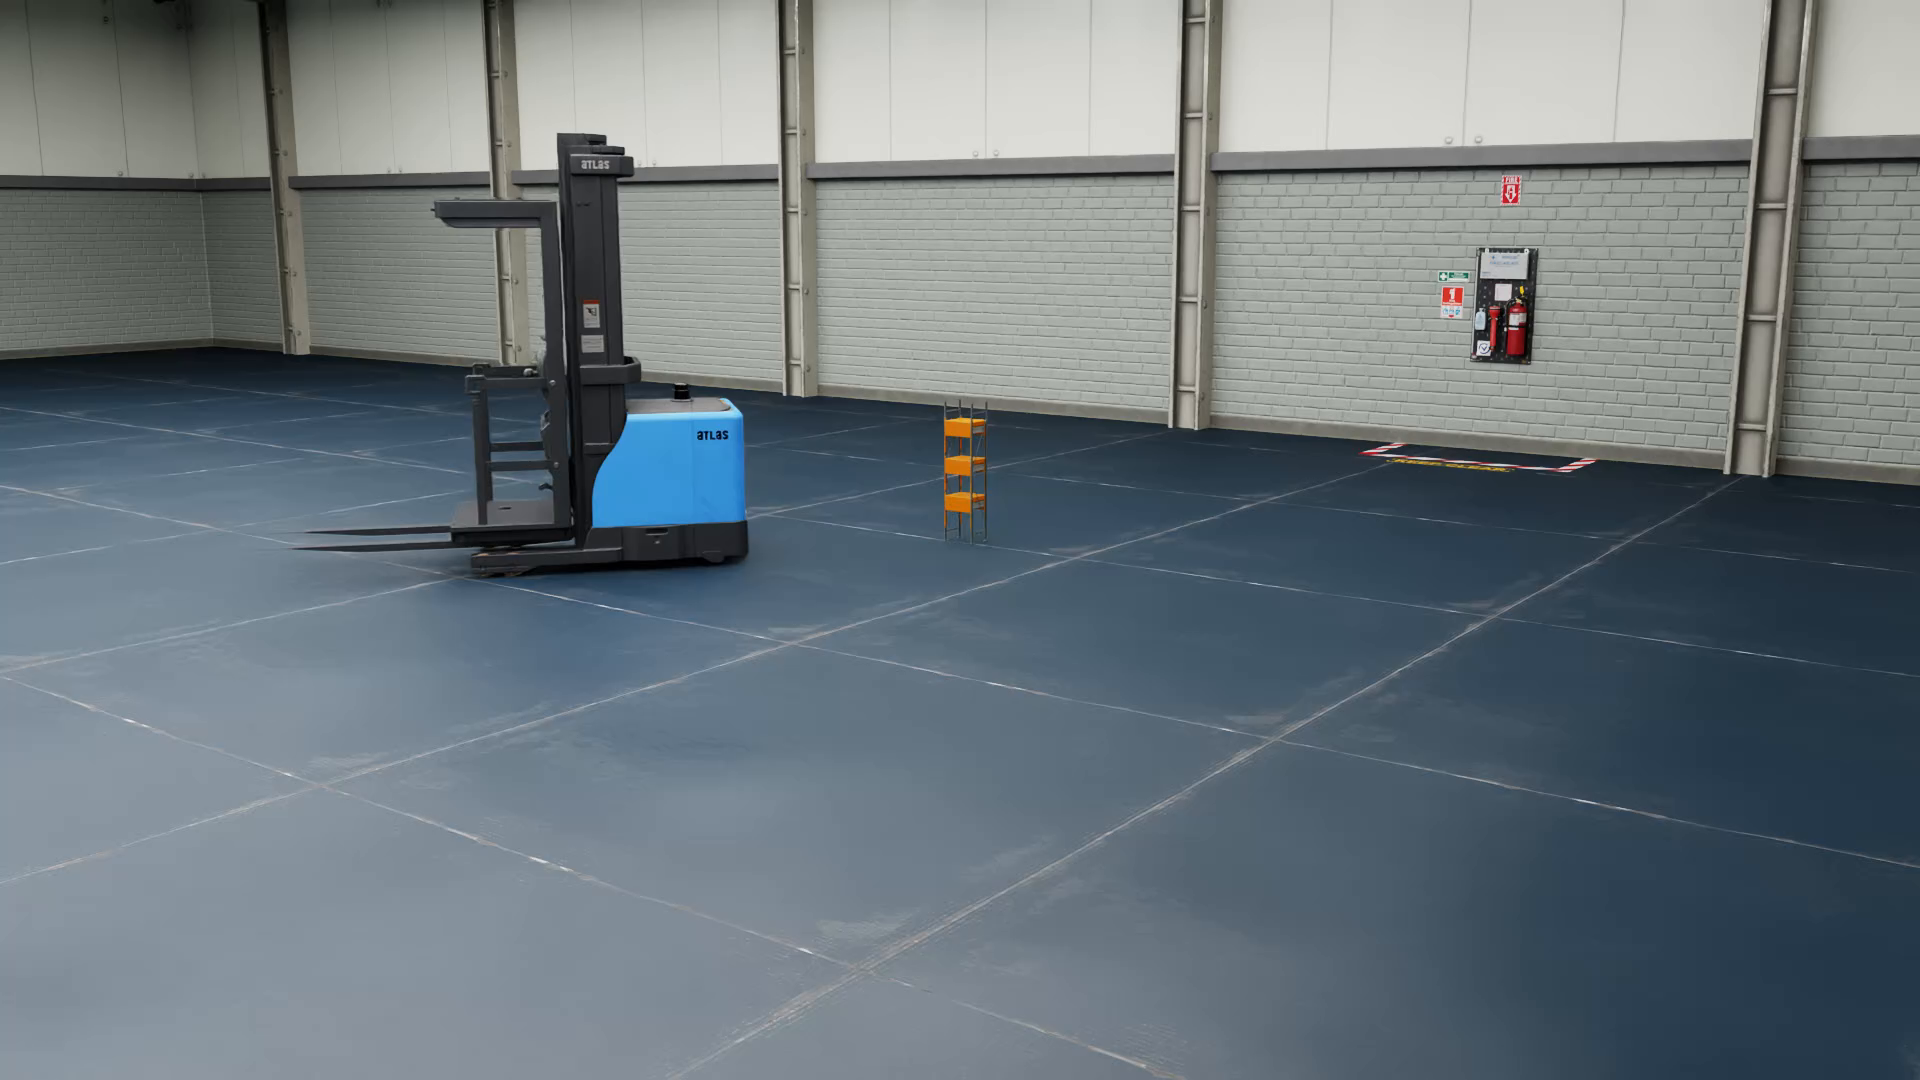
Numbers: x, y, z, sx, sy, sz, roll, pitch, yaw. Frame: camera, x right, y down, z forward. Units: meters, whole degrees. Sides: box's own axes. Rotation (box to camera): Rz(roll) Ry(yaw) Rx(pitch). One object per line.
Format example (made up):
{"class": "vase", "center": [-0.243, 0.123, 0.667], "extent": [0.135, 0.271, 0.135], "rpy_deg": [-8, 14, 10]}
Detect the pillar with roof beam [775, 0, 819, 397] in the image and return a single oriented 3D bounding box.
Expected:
{"class": "pillar with roof beam", "center": [-4.725, -5.739, 18.504], "extent": [0.400, 9.000, 9.100], "rpy_deg": [8, 13, 36]}

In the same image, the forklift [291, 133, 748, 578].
{"class": "forklift", "center": [-3.061, -1.294, 11.499], "extent": [3.031, 2.935, 1.130], "rpy_deg": [-3, 11, -13]}

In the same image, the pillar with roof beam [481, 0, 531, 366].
{"class": "pillar with roof beam", "center": [-9.561, -6.414, 21.991], "extent": [0.400, 9.000, 9.100], "rpy_deg": [8, 13, 36]}

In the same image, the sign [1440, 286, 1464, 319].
{"class": "sign", "center": [5.142, -2.483, 17.373], "extent": [0.234, 0.329, 0.001], "rpy_deg": [8, 13, 36]}

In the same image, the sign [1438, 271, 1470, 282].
{"class": "sign", "center": [5.140, -2.741, 17.313], "extent": [0.331, 0.109, 0.001], "rpy_deg": [8, 13, 36]}

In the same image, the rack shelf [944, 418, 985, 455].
{"class": "rack shelf", "center": [0.043, -0.778, 12.347], "extent": [0.240, 0.259, 0.215], "rpy_deg": [8, 13, 36]}

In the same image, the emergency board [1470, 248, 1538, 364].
{"class": "emergency board", "center": [5.526, -2.387, 16.973], "extent": [0.643, 1.169, 0.194], "rpy_deg": [8, 13, 36]}

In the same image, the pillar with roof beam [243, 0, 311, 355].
{"class": "pillar with roof beam", "center": [-14.397, -7.088, 25.478], "extent": [0.548, 9.000, 9.100], "rpy_deg": [8, 13, 36]}

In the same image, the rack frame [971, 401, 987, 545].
{"class": "rack frame", "center": [0.141, -0.496, 12.328], "extent": [0.008, 1.050, 0.200], "rpy_deg": [8, 13, 36]}

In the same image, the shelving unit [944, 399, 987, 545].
{"class": "shelving unit", "center": [0.043, -0.509, 12.399], "extent": [0.252, 1.050, 0.215], "rpy_deg": [8, 13, 36]}

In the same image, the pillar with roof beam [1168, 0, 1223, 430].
{"class": "pillar with roof beam", "center": [0.111, -5.065, 15.017], "extent": [0.400, 9.000, 9.100], "rpy_deg": [8, 13, 36]}

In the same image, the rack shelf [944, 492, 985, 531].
{"class": "rack shelf", "center": [0.043, -0.226, 12.454], "extent": [0.240, 0.259, 0.215], "rpy_deg": [8, 13, 36]}

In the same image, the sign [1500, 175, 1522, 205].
{"class": "sign", "center": [5.579, -3.542, 16.837], "extent": [0.199, 0.298, 0.001], "rpy_deg": [8, 13, 36]}

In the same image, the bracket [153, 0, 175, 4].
{"class": "bracket", "center": [-14.303, -9.773, 29.880], "extent": [0.430, 0.232, 0.235], "rpy_deg": [8, 13, 36]}

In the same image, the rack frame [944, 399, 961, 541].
{"class": "rack frame", "center": [-0.055, -0.523, 12.470], "extent": [0.008, 1.050, 0.200], "rpy_deg": [8, 13, 36]}

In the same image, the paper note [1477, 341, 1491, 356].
{"class": "paper note", "center": [5.425, -1.985, 17.214], "extent": [0.142, 0.148, 0.016], "rpy_deg": [8, 13, 36]}

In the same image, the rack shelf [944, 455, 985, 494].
{"class": "rack shelf", "center": [0.043, -0.499, 12.401], "extent": [0.240, 0.259, 0.215], "rpy_deg": [8, 13, 36]}

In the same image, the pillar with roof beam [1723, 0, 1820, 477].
{"class": "pillar with roof beam", "center": [4.947, -4.390, 11.530], "extent": [0.400, 9.000, 9.100], "rpy_deg": [8, 13, 36]}
